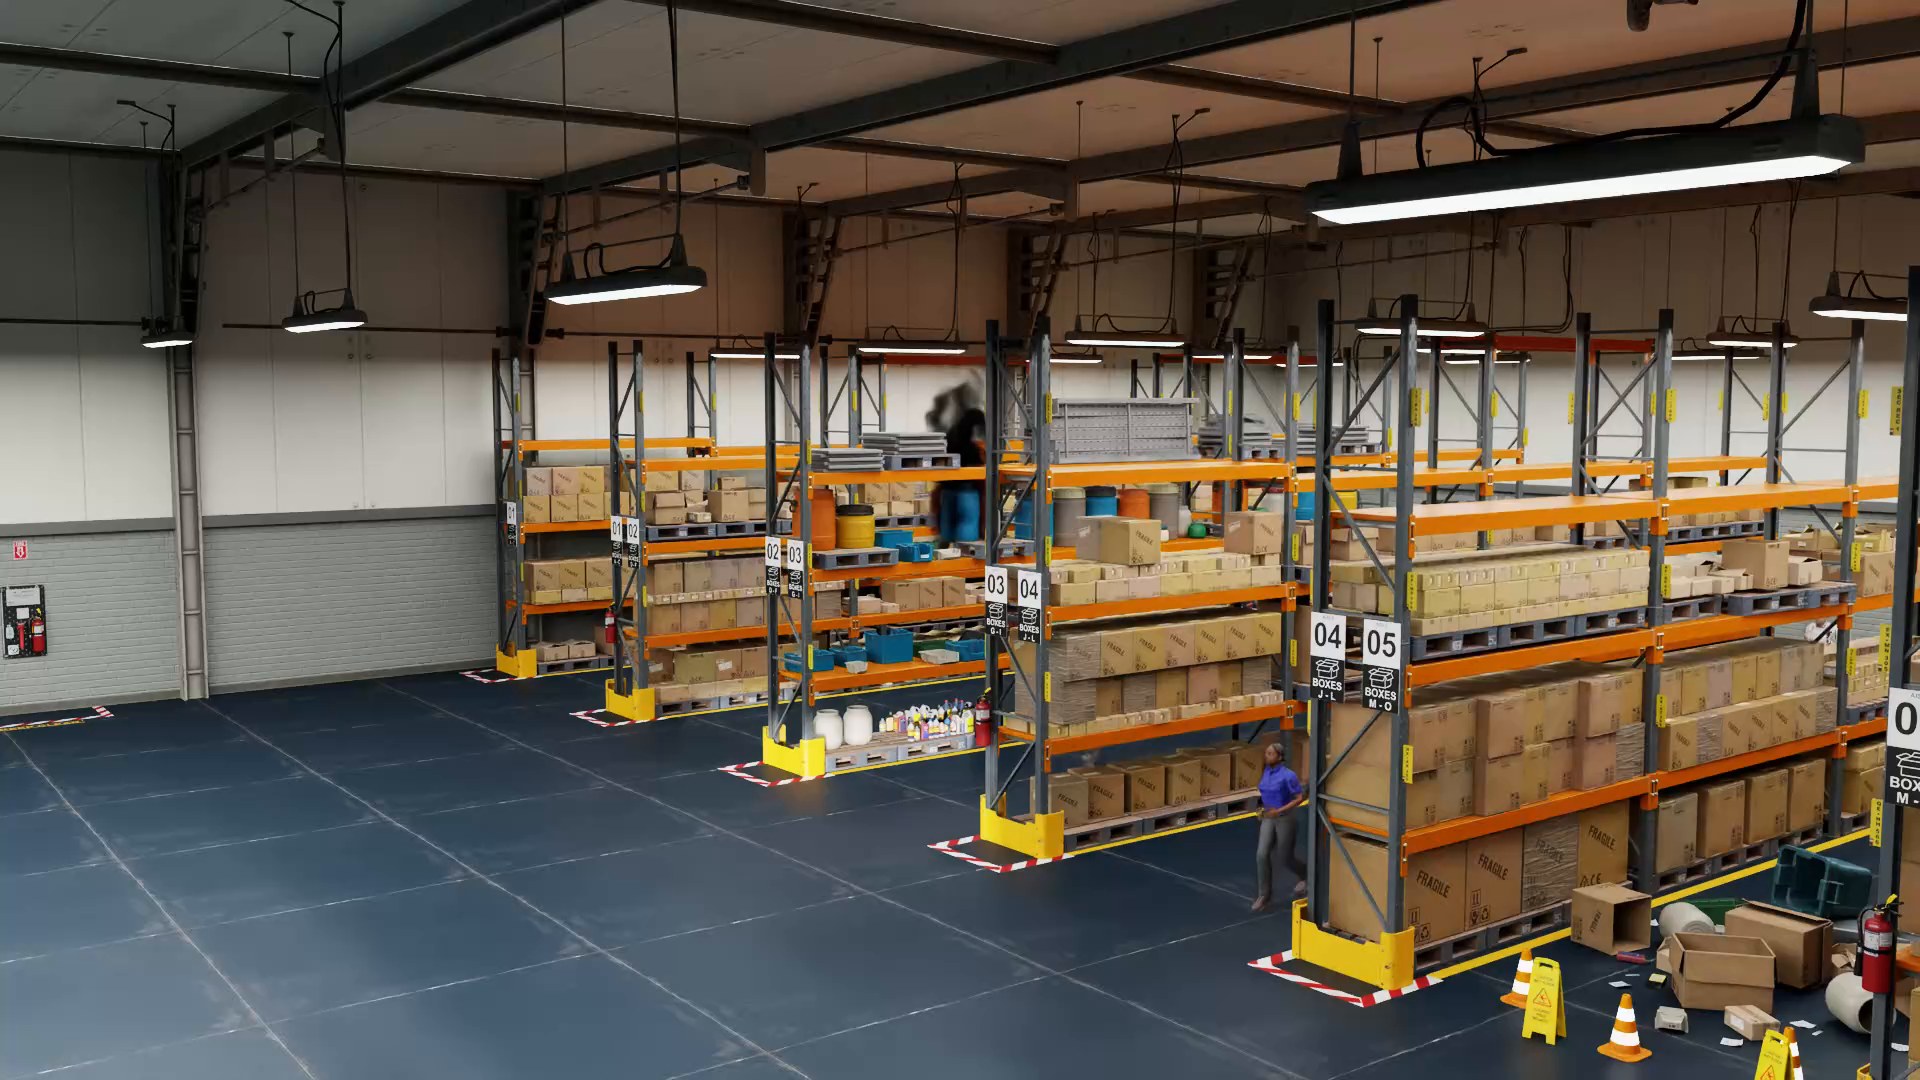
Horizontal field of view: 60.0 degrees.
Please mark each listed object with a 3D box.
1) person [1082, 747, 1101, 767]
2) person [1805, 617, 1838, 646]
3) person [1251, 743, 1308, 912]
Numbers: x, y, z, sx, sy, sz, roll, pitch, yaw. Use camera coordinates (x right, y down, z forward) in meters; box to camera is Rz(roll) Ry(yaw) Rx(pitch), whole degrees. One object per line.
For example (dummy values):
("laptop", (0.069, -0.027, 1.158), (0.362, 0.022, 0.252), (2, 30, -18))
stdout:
("person", (1.636, 2.100, 21.748), (0.719, 1.878, 0.667), (-5, 7, -42))
("person", (13.843, 1.967, 26.685), (0.653, 1.805, 0.706), (4, 7, 40))
("person", (3.270, 2.876, 16.774), (0.787, 1.693, 0.573), (-4, 6, -35))
